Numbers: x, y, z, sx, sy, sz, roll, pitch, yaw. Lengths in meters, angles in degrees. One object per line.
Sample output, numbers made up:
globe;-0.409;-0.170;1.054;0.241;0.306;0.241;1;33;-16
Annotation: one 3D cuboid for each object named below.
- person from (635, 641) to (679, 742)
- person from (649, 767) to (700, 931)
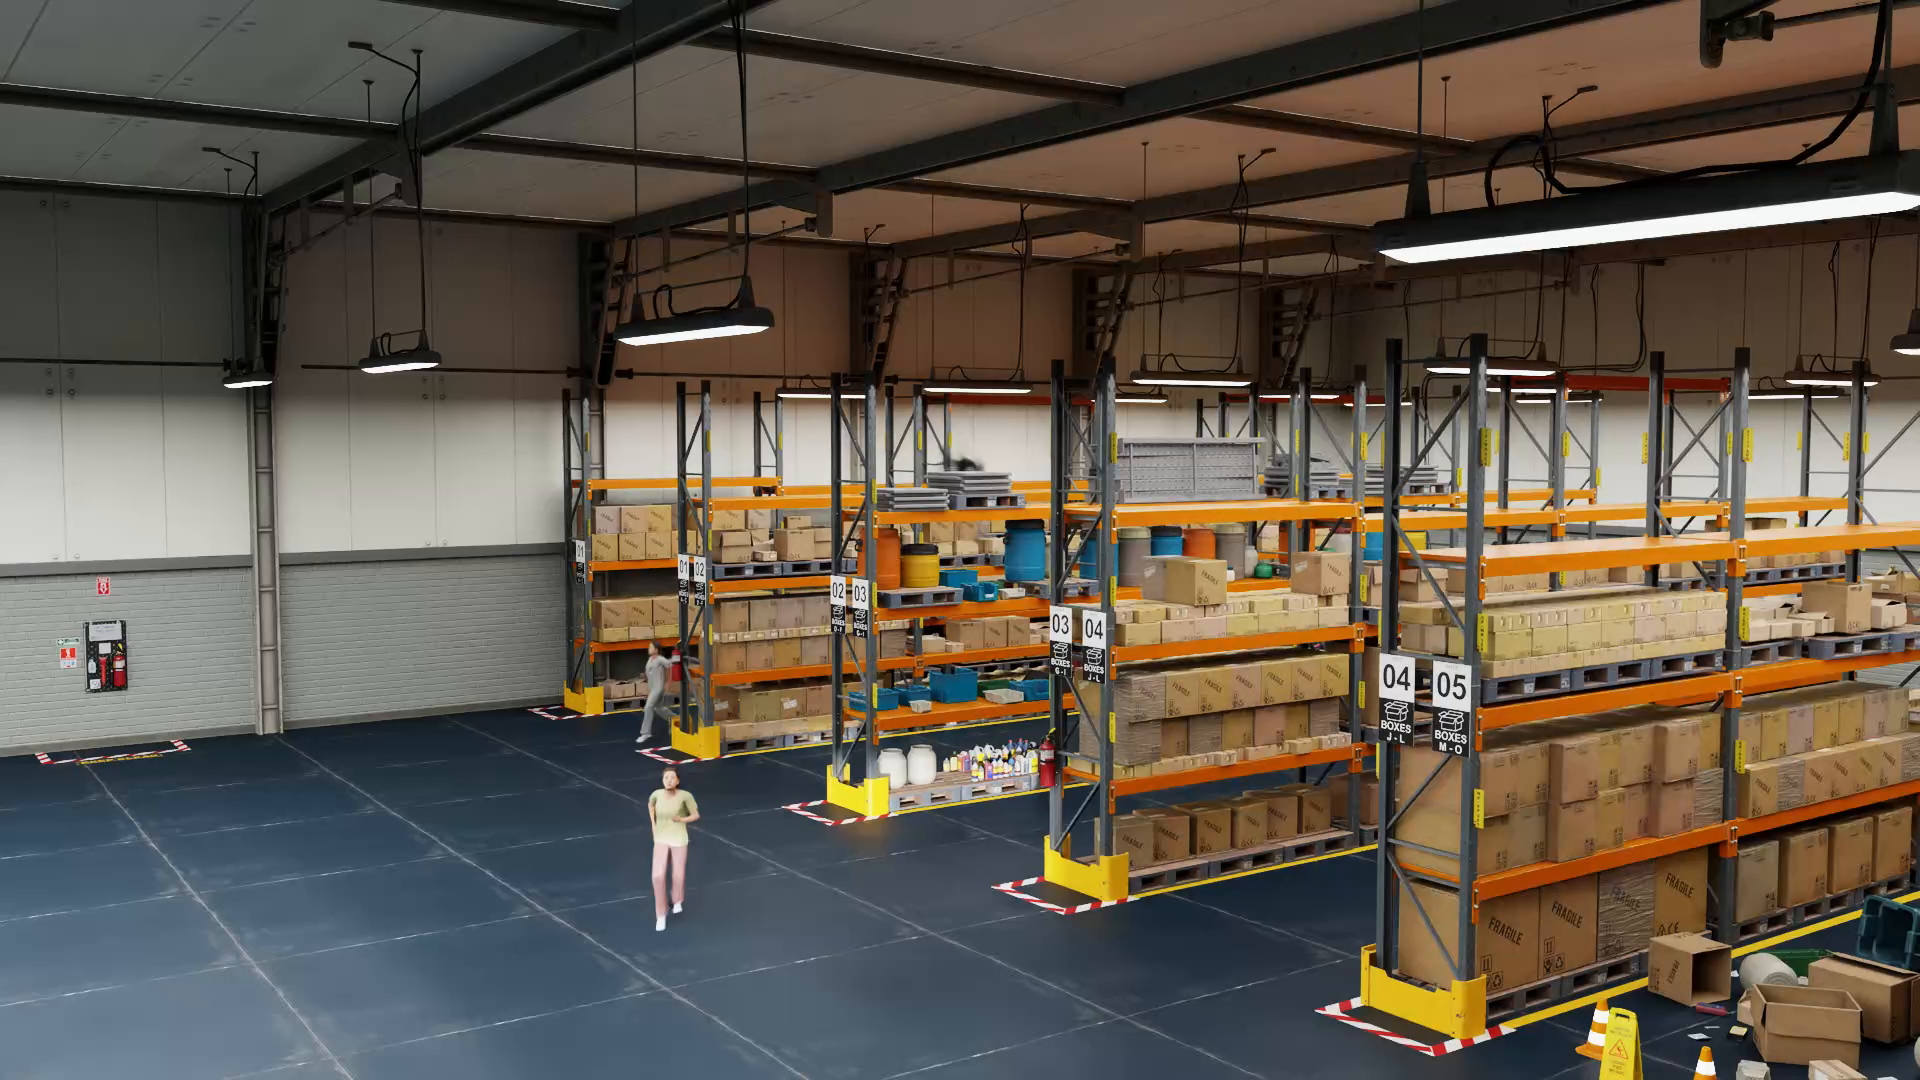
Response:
person;-5.099;2.536;28.115;0.925;1.678;0.599;-3;5;-36
person;-3.017;3.223;17.540;0.561;1.715;0.740;0;4;-3
